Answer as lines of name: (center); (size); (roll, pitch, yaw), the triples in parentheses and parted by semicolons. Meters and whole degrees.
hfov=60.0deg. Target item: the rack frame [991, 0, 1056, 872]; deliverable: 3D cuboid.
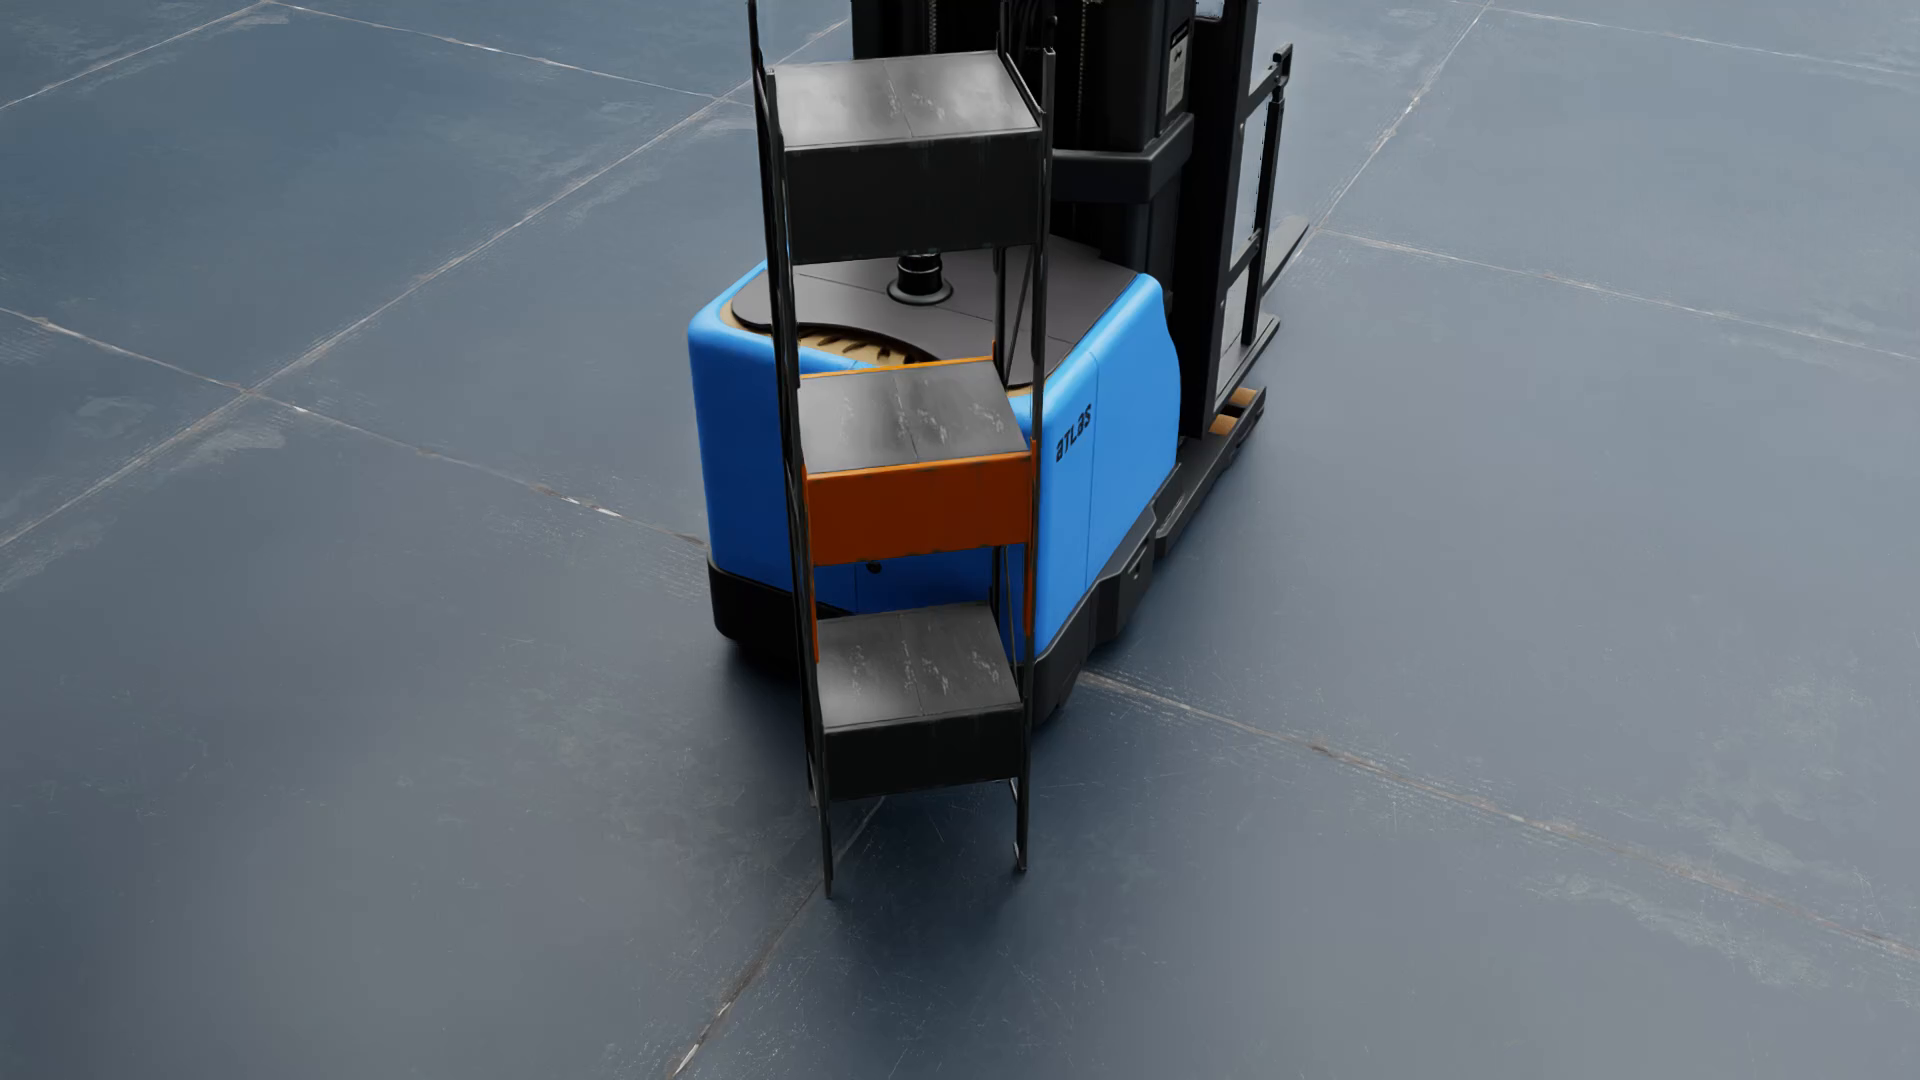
rack frame: (0.122, -0.126, 3.679); (0.015, 2.100, 0.400); (-7, 38, -9)

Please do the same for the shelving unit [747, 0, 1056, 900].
shelving unit: (-0.118, -0.098, 3.643); (0.503, 2.100, 0.431); (-7, 38, -9)

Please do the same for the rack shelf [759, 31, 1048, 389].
rack shelf: (-0.118, -0.645, 3.228); (0.480, 0.518, 0.431); (-7, 38, -9)

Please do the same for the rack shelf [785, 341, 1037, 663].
rack shelf: (-0.118, -0.088, 3.651); (0.480, 0.518, 0.431); (-7, 38, -9)

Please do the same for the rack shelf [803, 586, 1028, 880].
rack shelf: (-0.118, 0.470, 4.074); (0.480, 0.518, 0.431); (-7, 38, -9)

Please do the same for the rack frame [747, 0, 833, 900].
rack frame: (-0.357, -0.071, 3.606); (0.015, 2.100, 0.400); (-7, 38, -9)

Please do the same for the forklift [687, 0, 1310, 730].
forklift: (0.398, -1.532, 4.843); (1.130, 2.935, 3.031); (17, 40, 21)
